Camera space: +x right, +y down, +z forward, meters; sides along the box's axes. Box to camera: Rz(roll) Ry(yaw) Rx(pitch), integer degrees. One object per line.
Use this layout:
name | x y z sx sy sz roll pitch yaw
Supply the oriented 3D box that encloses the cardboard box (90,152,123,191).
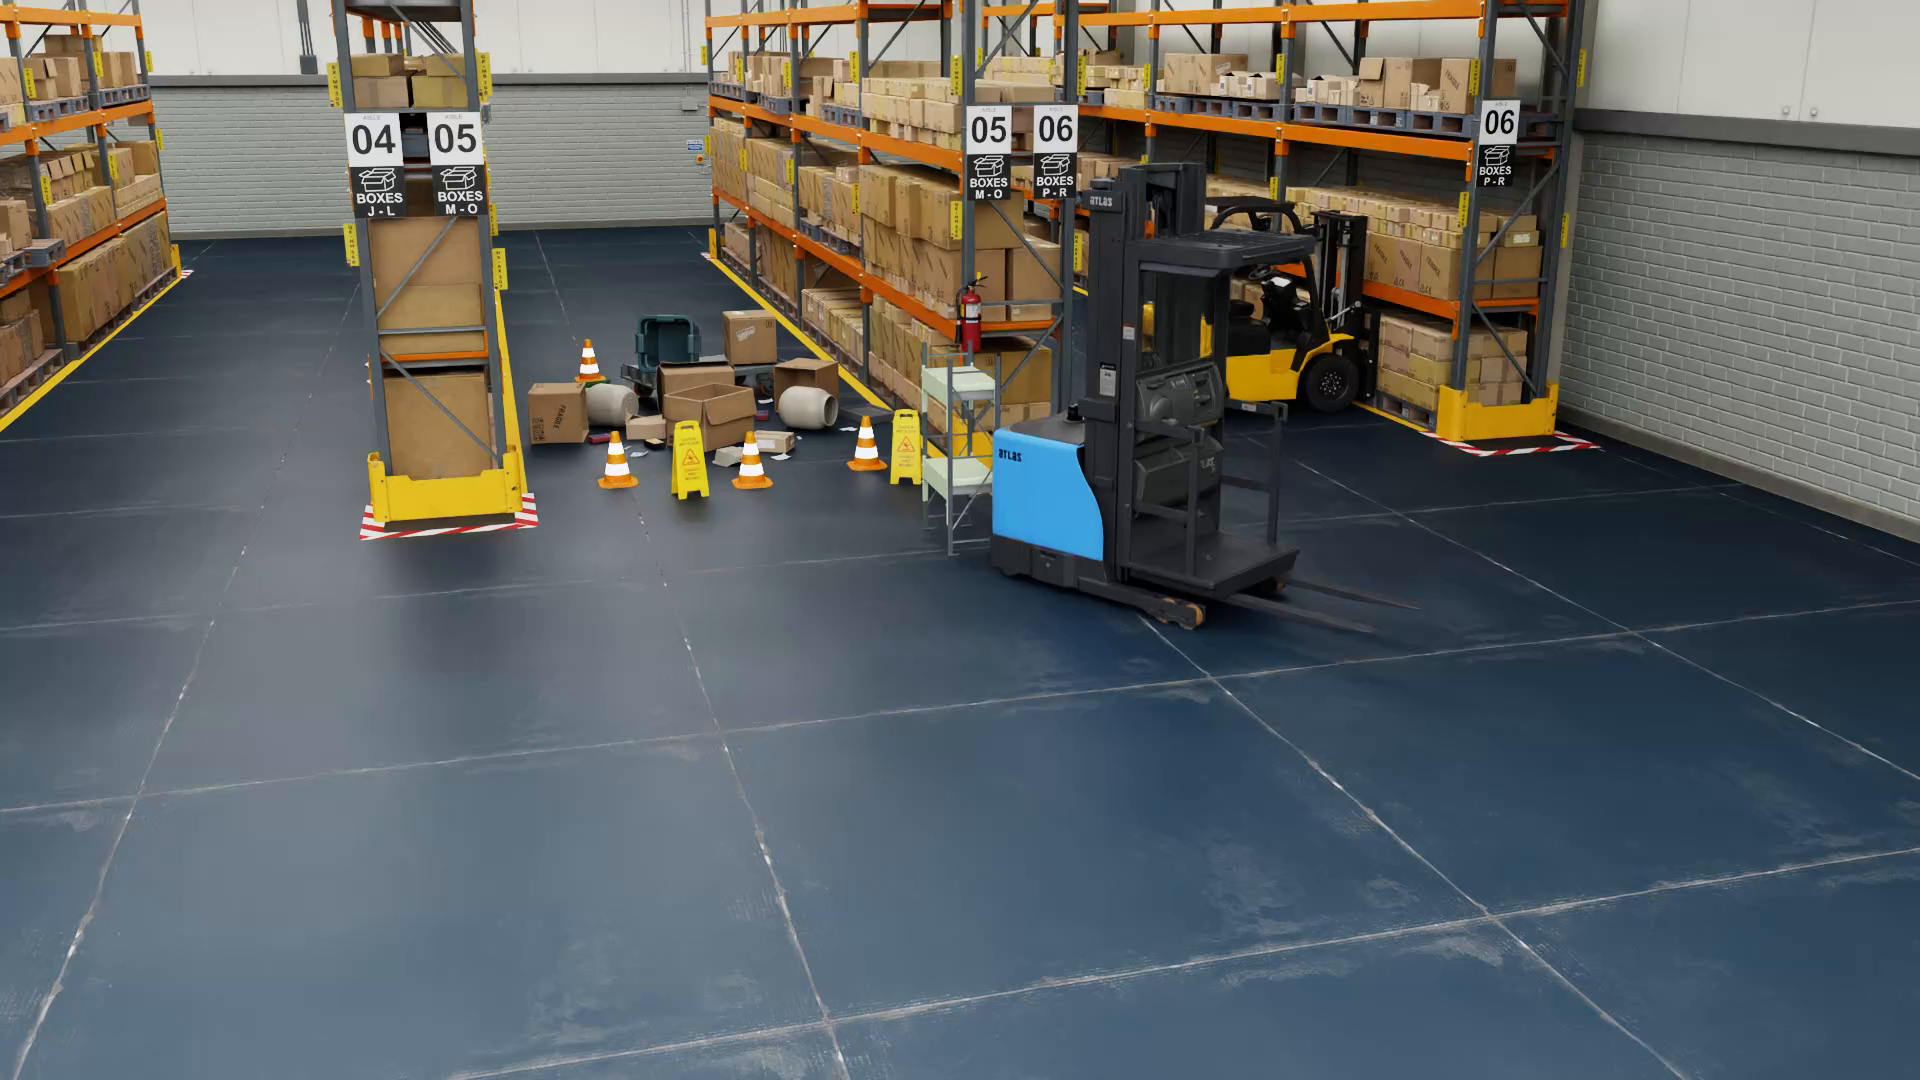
cardboard box | -12.203 -5.214 23.537 0.500 0.500 0.500 -5 17 -15

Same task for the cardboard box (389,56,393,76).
cardboard box | -4.709 -3.759 13.186 0.380 0.149 0.250 -5 17 -15

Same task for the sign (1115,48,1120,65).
sign | 2.515 -7.726 26.662 0.100 0.325 0.005 -5 17 -15

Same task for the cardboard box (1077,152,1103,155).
cardboard box | 1.900 -5.906 26.497 0.700 0.500 0.500 -4 17 -14

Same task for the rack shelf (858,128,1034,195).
rack shelf | -0.041 -3.741 16.229 1.077 0.370 4.000 -5 17 -15

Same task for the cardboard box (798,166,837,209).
cardboard box | -1.789 -4.558 21.489 0.500 0.500 0.500 -5 17 -17

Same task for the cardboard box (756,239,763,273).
cardboard box | -2.858 -4.571 26.680 0.875 0.438 0.875 -5 17 -16

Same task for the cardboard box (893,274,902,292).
cardboard box | -0.470 -2.615 16.880 0.380 0.149 0.250 -5 17 -15

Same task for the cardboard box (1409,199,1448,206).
cardboard box | 4.996 -3.530 17.672 0.380 0.149 0.250 -5 17 -15

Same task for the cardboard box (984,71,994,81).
cardboard box | 0.742 -8.278 29.826 0.500 0.250 0.500 -5 17 -16

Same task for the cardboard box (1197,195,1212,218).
cardboard box | 3.397 -4.304 21.457 0.500 0.250 0.500 -4 17 -14

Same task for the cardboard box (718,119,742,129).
cardboard box | -3.866 -7.020 28.068 0.380 0.149 0.250 -5 18 -17

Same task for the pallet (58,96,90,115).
pallet | -12.018 -5.727 21.922 0.805 0.209 1.217 -5 18 -17

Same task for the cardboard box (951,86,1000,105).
cardboard box | 0.132 -3.864 14.439 0.380 0.149 0.250 -5 17 -15

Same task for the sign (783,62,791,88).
sign | -2.226 -5.989 21.427 0.100 0.325 0.005 -5 17 -15

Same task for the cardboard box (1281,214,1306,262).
cardboard box | 4.052 -3.500 19.217 0.500 0.500 0.500 -5 17 -17

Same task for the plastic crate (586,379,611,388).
plastic crate | -4.015 -1.519 17.584 0.450 0.188 0.662 -6 15 16

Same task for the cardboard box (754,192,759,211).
cardboard box | -2.778 -5.058 24.837 0.500 0.250 0.500 -5 17 -17

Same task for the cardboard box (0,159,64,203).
cardboard box | -11.580 -4.438 20.594 0.797 0.503 0.637 -4 17 -14

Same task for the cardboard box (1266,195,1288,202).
cardboard box | 3.874 -4.031 19.857 0.380 0.149 0.250 -4 17 -13

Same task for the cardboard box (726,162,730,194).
cardboard box | -3.590 -5.997 27.529 0.500 0.500 0.500 -4 17 -13

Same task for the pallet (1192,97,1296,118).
pallet | 3.664 -5.559 21.357 1.003 0.211 1.213 -4 17 -13

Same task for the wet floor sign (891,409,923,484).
wet floor sign | -0.468 -0.831 14.598 0.267 0.644 0.232 1 17 4

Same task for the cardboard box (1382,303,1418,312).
cardboard box | 4.928 -2.420 18.105 0.500 0.250 0.500 -5 17 -16

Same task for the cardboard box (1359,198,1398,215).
cardboard box | 4.499 -3.568 17.796 0.380 0.149 0.250 -5 17 -15

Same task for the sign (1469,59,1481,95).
sign | 4.755 -4.273 15.348 0.100 0.325 0.005 -5 17 -15

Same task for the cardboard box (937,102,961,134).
cardboard box | 0.109 -3.723 14.663 0.500 0.250 0.500 -5 17 -16

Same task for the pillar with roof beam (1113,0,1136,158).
pillar with roof beam | -1.481 -8.605 25.958 9.100 9.000 0.400 -5 17 -15

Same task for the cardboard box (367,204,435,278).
cardboard box | -4.527 -2.516 13.977 0.875 0.550 0.550 -5 17 -15

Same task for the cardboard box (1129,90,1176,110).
cardboard box | 2.707 -6.190 23.391 0.500 0.250 0.500 -5 18 -17

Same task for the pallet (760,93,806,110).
pallet | -2.228 -6.138 23.286 1.003 0.211 1.213 -4 17 -13

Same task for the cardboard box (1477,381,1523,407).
cardboard box | 5.333 -1.525 16.864 0.500 0.250 0.500 -5 17 -15

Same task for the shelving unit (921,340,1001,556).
shelving unit | 0.002 -0.716 12.730 0.431 1.500 0.755 -5 17 -15

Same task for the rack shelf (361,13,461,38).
rack shelf | -5.872 -5.673 18.143 1.077 0.370 4.000 -5 17 -15

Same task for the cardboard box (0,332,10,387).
cardboard box | -10.534 -1.892 17.617 0.700 0.500 0.500 -6 18 -20

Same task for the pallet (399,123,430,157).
pallet | -4.437 -3.275 13.581 1.003 0.211 1.213 -5 17 -15

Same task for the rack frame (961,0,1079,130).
rack frame | 0.509 -4.969 13.853 1.000 3.000 0.127 -5 17 -15

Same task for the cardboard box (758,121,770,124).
cardboard box | -3.140 -6.853 27.513 0.380 0.149 0.250 -4 17 -13

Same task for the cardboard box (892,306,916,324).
cardboard box | -0.491 -2.316 17.068 0.380 0.149 0.250 -4 17 -12

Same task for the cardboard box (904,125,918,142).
cardboard box | -0.323 -3.910 15.978 0.380 0.149 0.250 -5 17 -16

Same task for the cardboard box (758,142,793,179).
cardboard box | -2.643 -5.520 24.203 0.500 0.500 0.500 -5 17 -17

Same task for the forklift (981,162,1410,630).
forklift | 1.581 -1.000 11.187 3.031 2.935 1.130 15 22 40

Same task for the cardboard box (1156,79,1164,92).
cardboard box | 2.886 -6.156 22.518 0.380 0.166 0.250 -5 17 -15

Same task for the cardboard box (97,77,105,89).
cardboard box | -12.734 -6.726 23.838 0.700 0.500 0.500 -4 17 -12

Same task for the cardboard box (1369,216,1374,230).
cardboard box | 4.558 -3.351 17.592 0.380 0.149 0.250 -5 17 -16

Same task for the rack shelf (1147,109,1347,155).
rack shelf | 3.631 -5.241 21.223 1.077 0.370 4.000 -5 17 -15

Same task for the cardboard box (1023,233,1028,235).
cardboard box | 0.359 -2.723 16.113 0.500 0.500 0.500 -5 17 -16

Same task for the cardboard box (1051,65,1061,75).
cardboard box | 1.643 -7.399 26.172 0.380 0.149 0.250 -4 17 -14

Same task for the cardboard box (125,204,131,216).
cardboard box | -12.224 -4.765 24.038 0.380 0.149 0.250 -4 17 -13

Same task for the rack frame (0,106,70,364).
rack frame | -11.218 -3.525 19.474 1.000 3.000 0.127 -5 17 -15

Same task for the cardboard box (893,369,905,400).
cardboard box | -0.382 -1.609 17.143 0.500 0.250 0.500 -5 17 -16

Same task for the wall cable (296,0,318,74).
wall cable | -11.657 -11.989 31.629 2.277 5.999 0.120 -5 17 -15

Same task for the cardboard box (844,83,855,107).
cardboard box | -1.024 -5.059 18.896 0.500 0.250 0.500 -4 17 -15
